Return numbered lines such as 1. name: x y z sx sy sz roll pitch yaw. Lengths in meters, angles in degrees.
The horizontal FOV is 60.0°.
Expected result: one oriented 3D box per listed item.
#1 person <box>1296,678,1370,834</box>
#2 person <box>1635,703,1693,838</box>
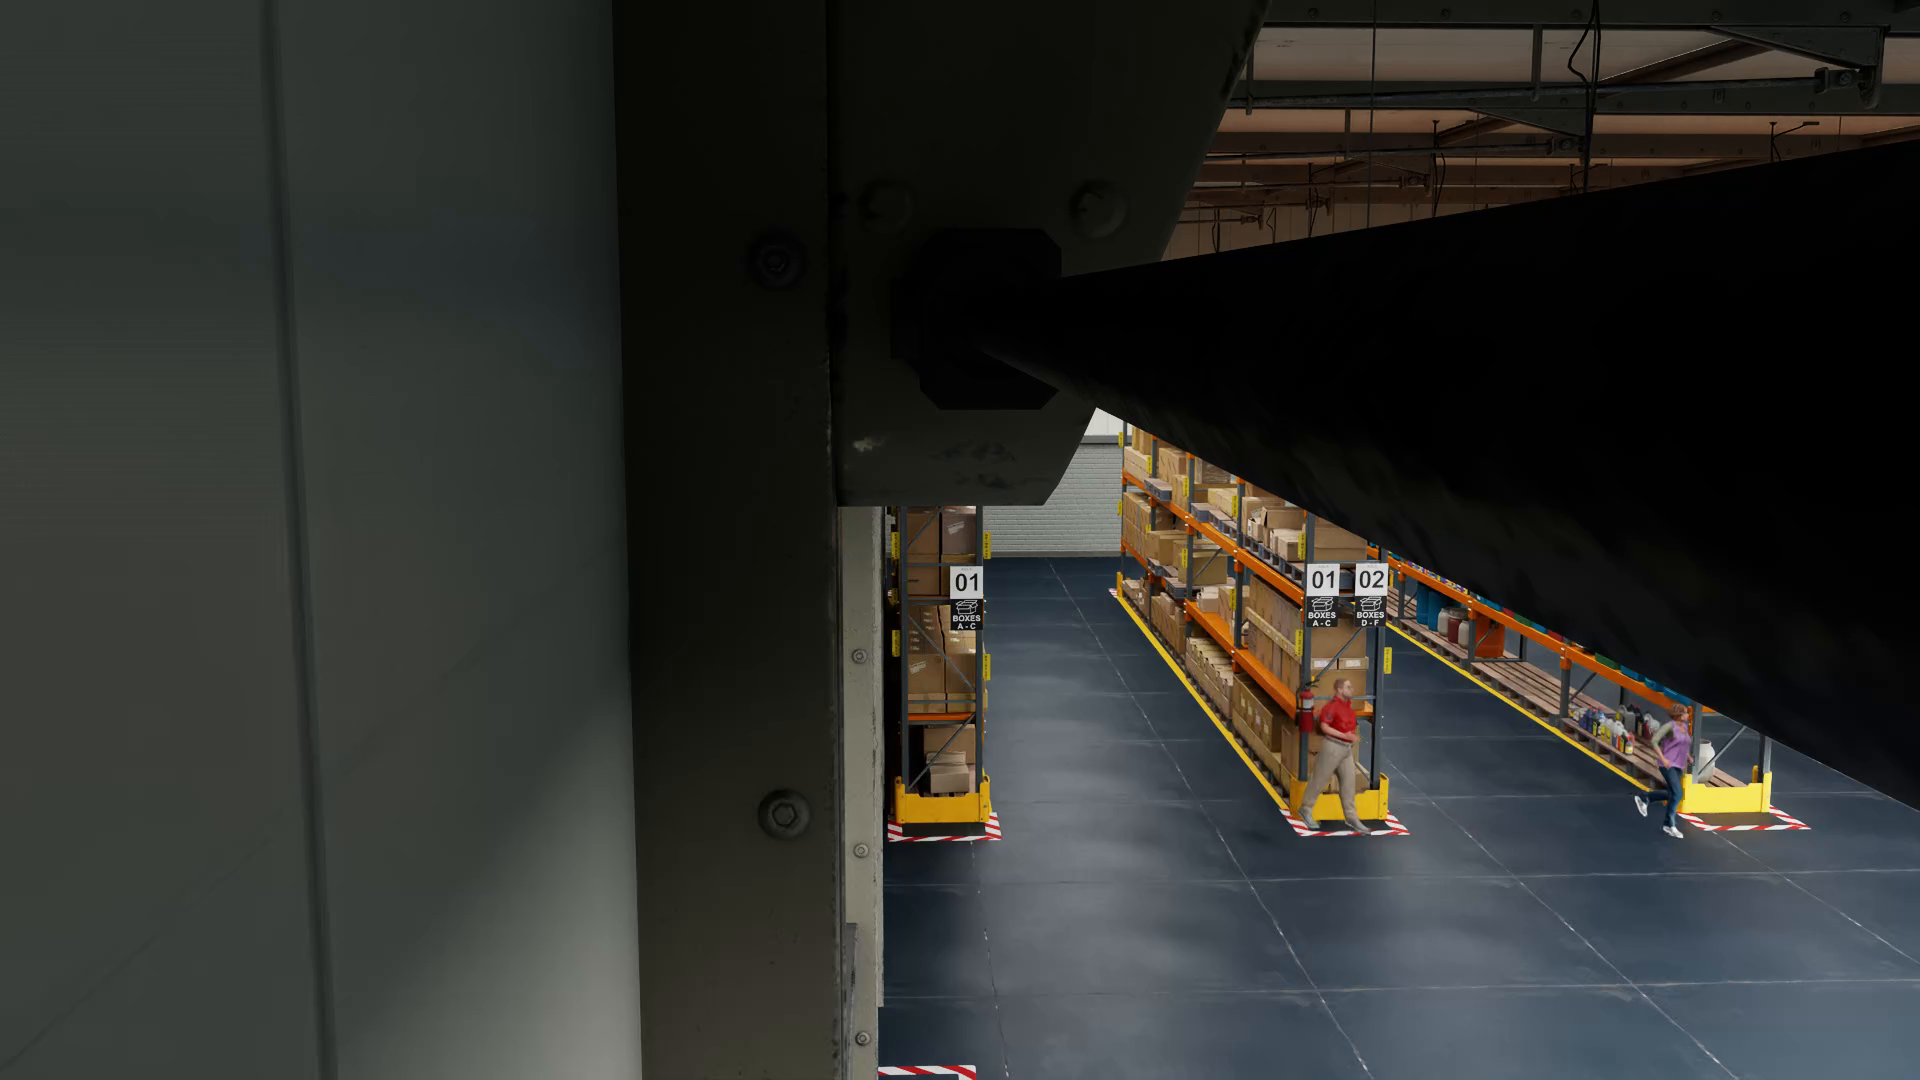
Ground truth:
1. person: 4.425 2.480 19.340 0.832 1.757 0.699 7 10 39
2. person: 8.601 2.796 20.224 0.588 1.480 0.714 -6 10 -35
